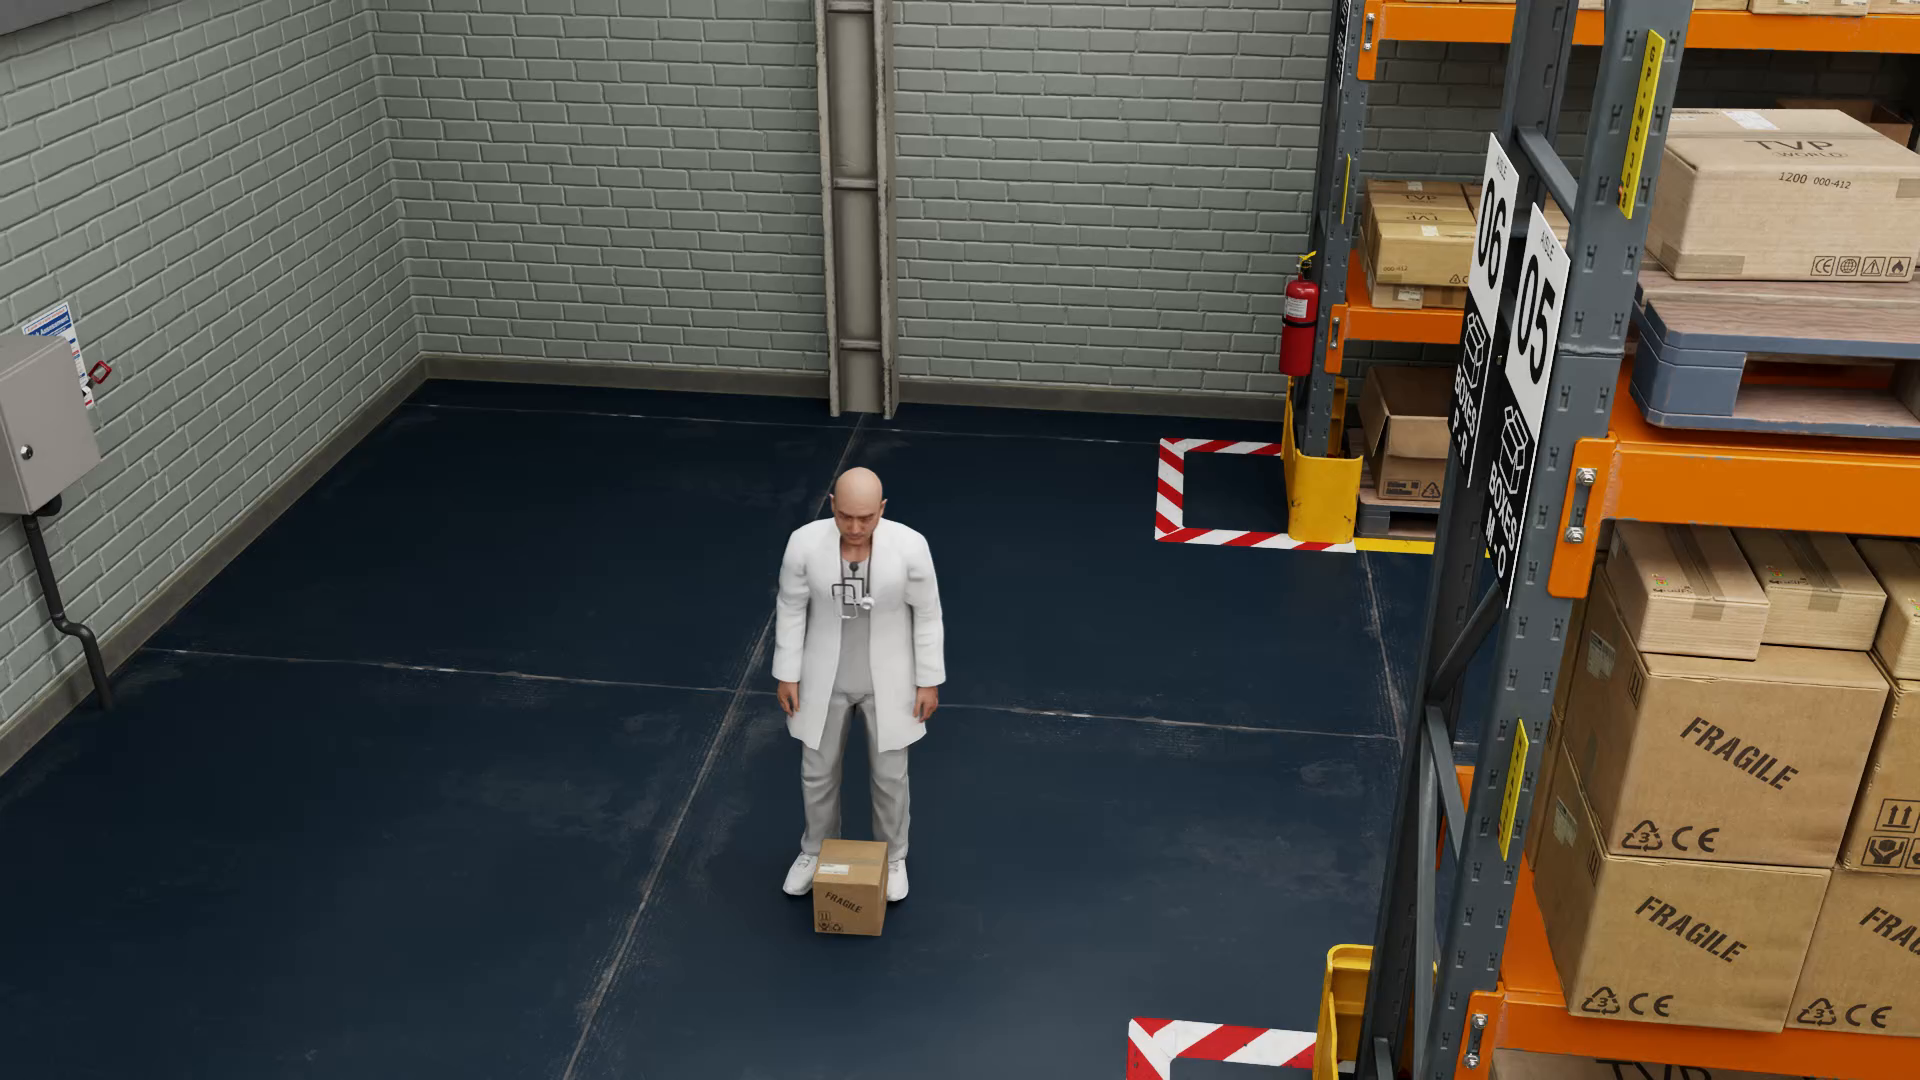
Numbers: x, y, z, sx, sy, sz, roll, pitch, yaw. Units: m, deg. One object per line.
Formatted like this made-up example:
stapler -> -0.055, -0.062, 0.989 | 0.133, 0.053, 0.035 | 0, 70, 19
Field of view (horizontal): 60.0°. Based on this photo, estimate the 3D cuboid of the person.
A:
person -> -0.375, 0.524, 6.155 | 0.645, 1.772, 0.429 | 2, 28, 3
